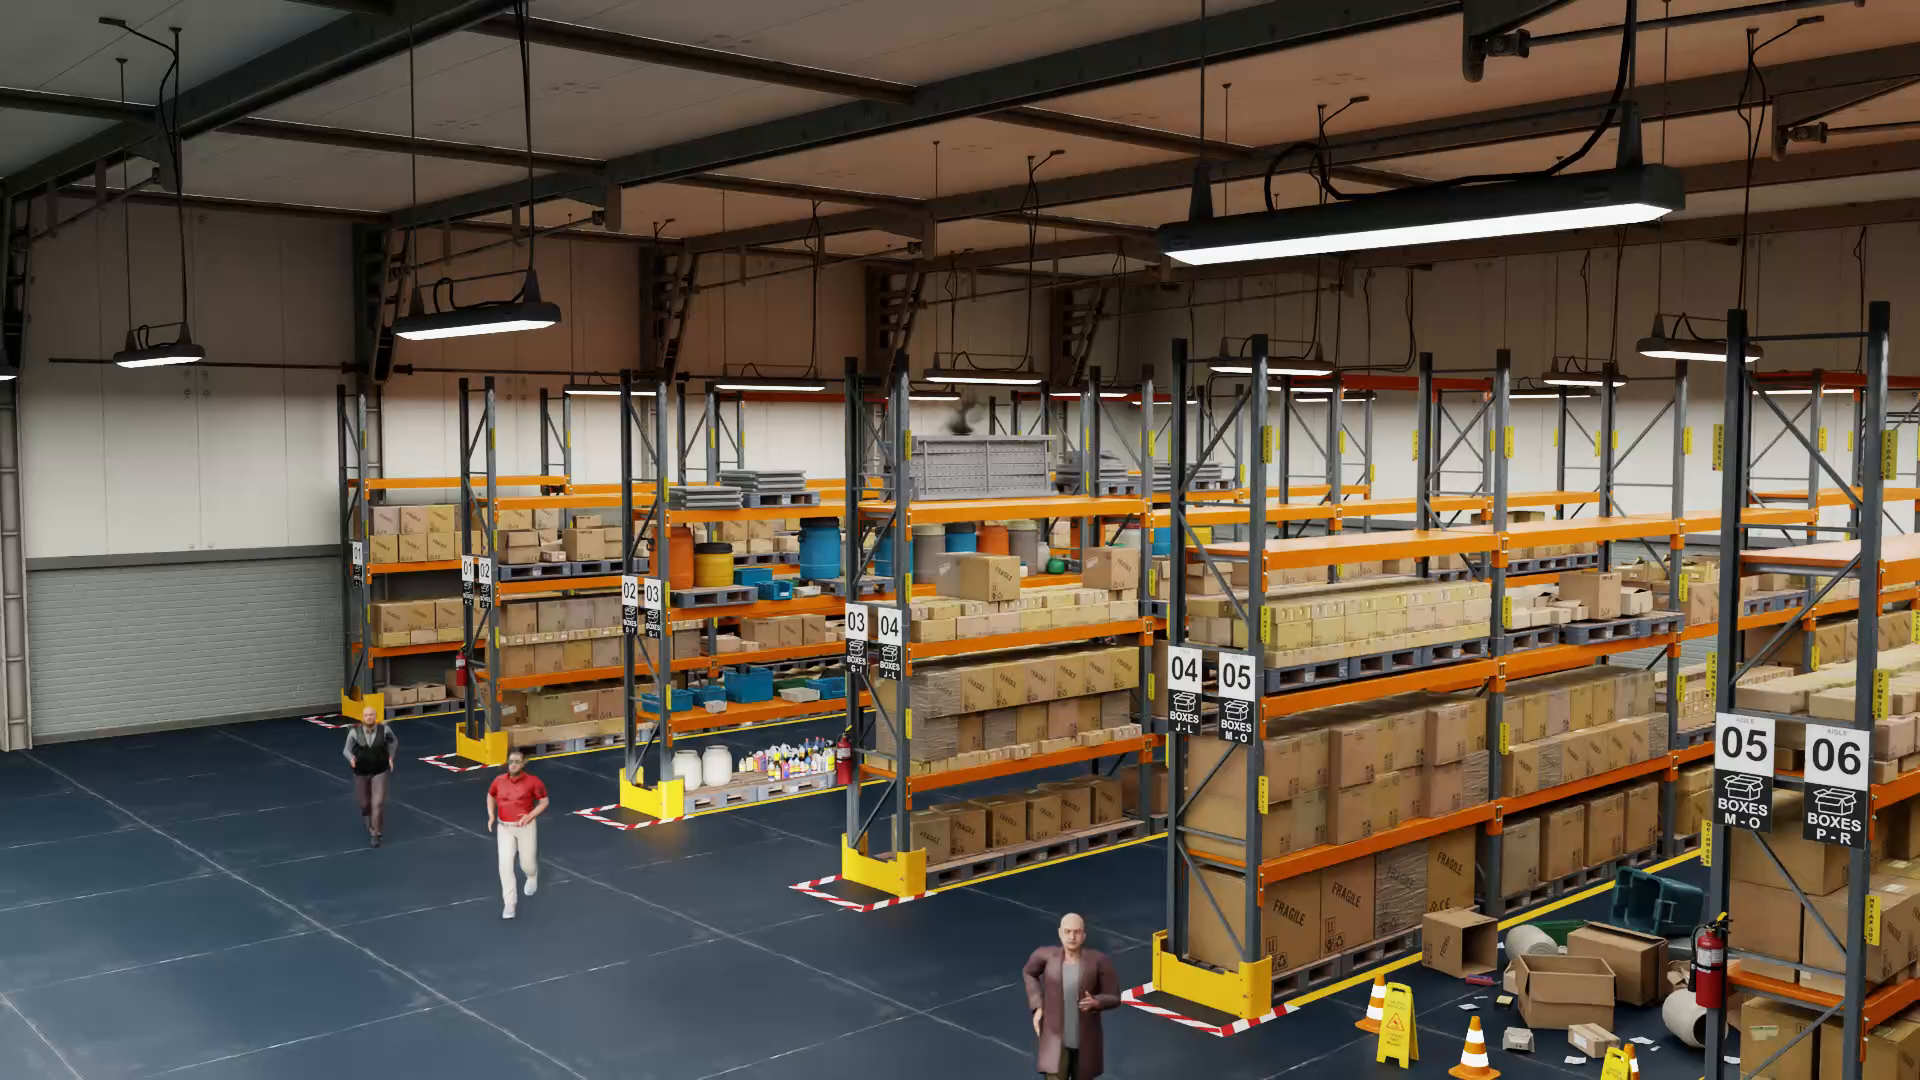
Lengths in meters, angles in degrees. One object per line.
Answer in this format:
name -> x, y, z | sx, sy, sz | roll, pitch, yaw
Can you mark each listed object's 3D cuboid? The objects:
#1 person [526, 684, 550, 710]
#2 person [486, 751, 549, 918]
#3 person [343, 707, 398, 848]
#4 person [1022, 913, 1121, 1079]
person -> -7.238, 2.479, 28.500 | 0.545, 1.629, 0.514 | 3, 5, 42
person -> -4.777, 3.125, 17.931 | 0.691, 1.697, 0.929 | 0, 4, -4
person -> -7.421, 2.933, 20.930 | 0.624, 1.712, 0.934 | -1, 4, -16
person -> 0.773, 3.555, 11.574 | 0.687, 1.747, 0.822 | 0, 4, 3
